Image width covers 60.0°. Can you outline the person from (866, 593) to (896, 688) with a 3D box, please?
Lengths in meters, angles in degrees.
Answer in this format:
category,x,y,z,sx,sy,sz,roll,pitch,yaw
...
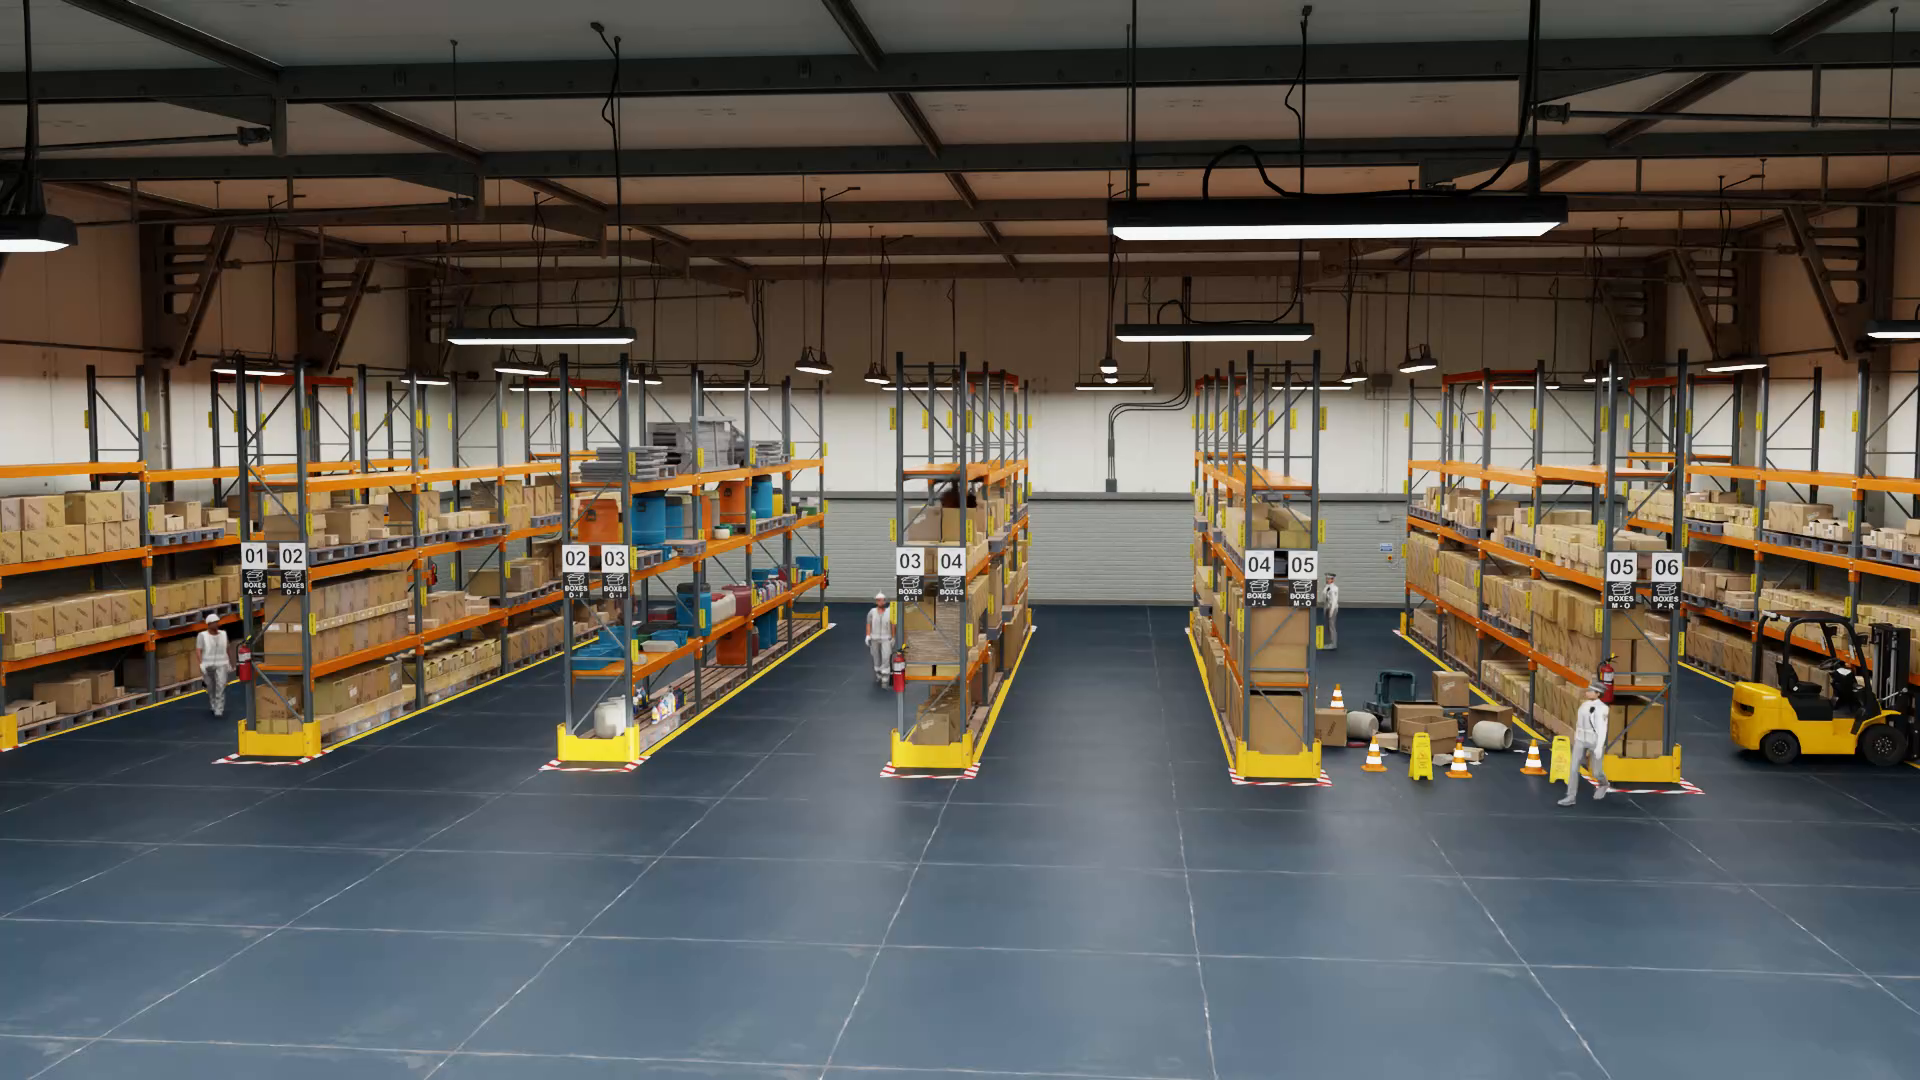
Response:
category,x,y,z,sx,sy,sz,roll,pitch,yaw
person,-1.502,1.884,31.372,0.542,1.739,0.975,0,4,3

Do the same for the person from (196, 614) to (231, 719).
category,x,y,z,sx,sy,sz,roll,pitch,yaw
person,-12.684,2.131,28.237,0.501,1.748,1.033,-1,4,-15

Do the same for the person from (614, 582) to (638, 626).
category,x,y,z,sx,sy,sz,roll,pitch,yaw
person,-7.348,1.510,36.704,0.520,1.789,0.615,1,4,18

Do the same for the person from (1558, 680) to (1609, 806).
category,x,y,z,sx,sy,sz,roll,pitch,yaw
person,8.208,2.629,21.672,0.540,1.649,0.749,4,6,43

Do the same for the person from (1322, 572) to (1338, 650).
category,x,y,z,sx,sy,sz,roll,pitch,yaw
person,8.151,1.553,36.624,0.336,1.690,0.504,0,4,-3
